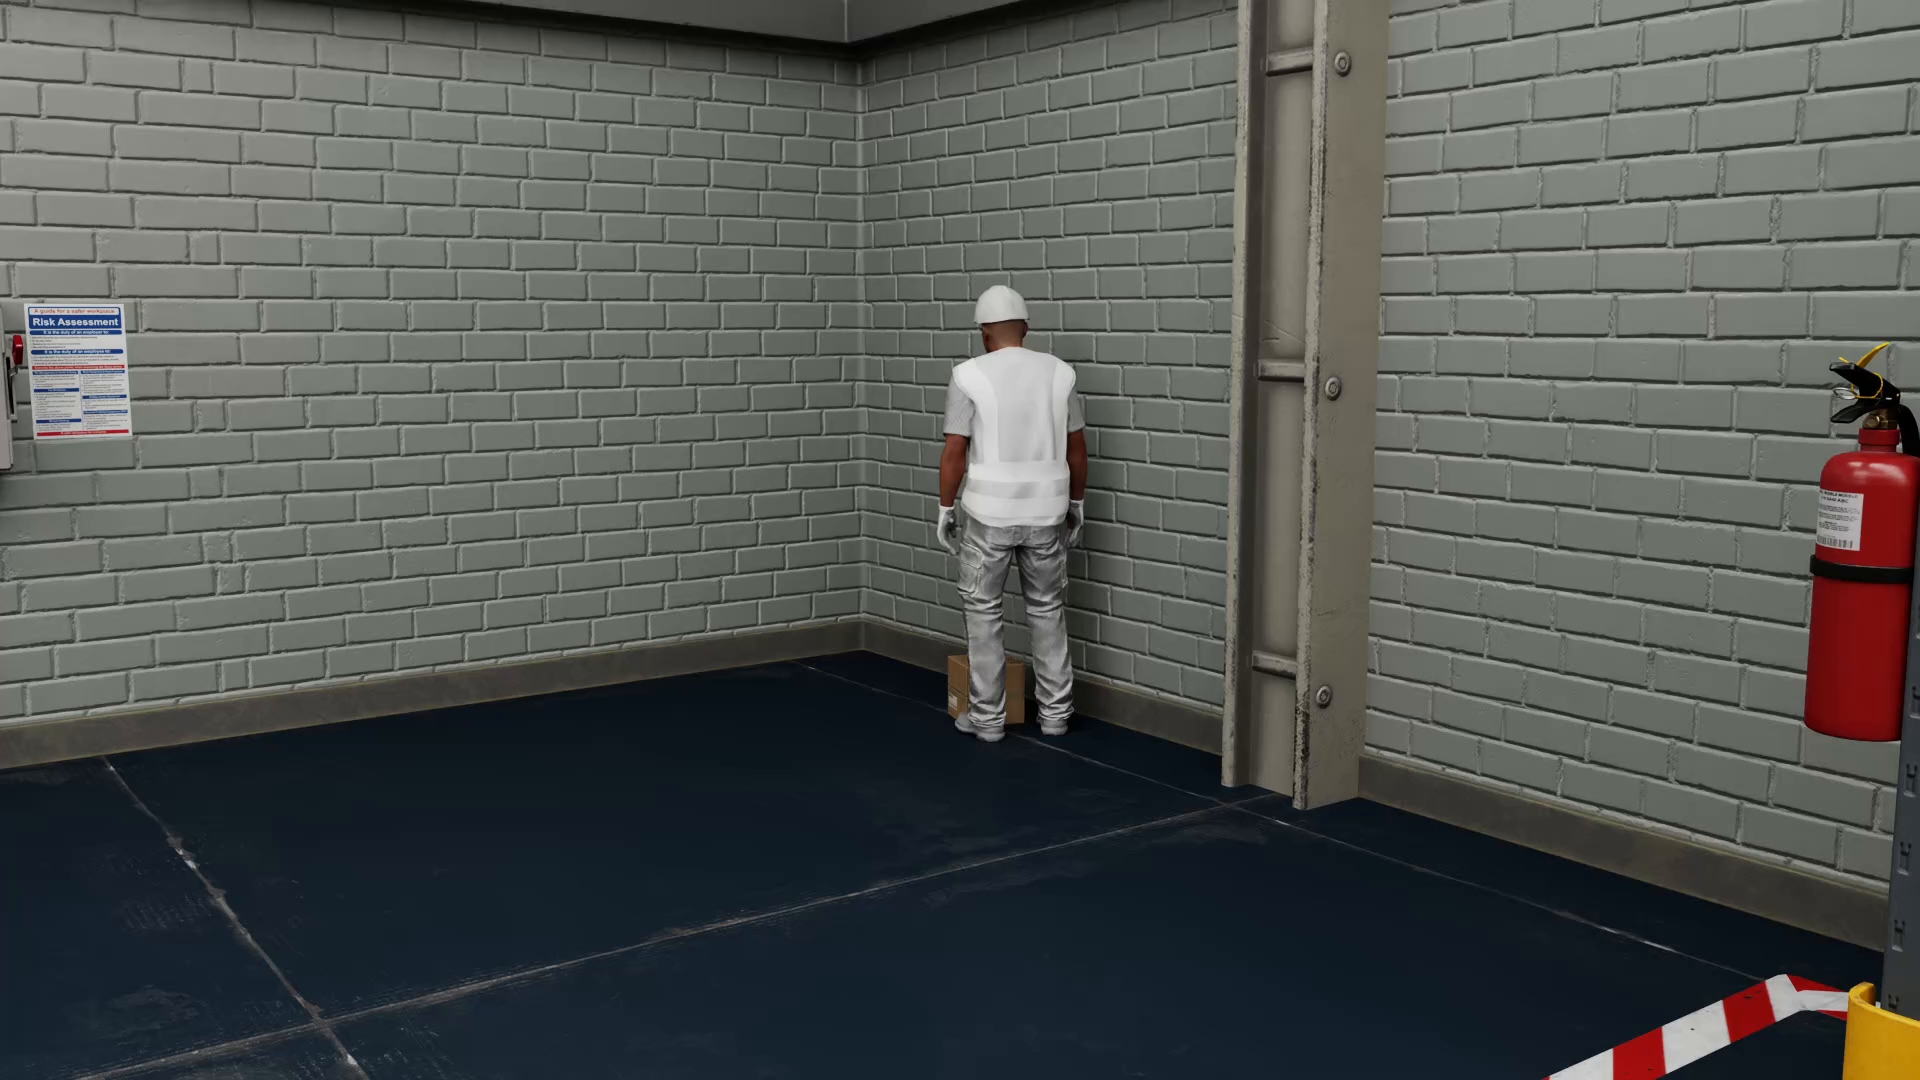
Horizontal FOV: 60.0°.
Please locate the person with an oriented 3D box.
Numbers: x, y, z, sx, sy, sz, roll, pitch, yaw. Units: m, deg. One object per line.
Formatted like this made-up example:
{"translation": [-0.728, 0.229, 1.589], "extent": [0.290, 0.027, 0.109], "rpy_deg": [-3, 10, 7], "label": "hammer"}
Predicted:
{"translation": [0.205, -0.106, 6.546], "extent": [0.613, 1.773, 0.451], "rpy_deg": [-2, 8, -17], "label": "person"}
